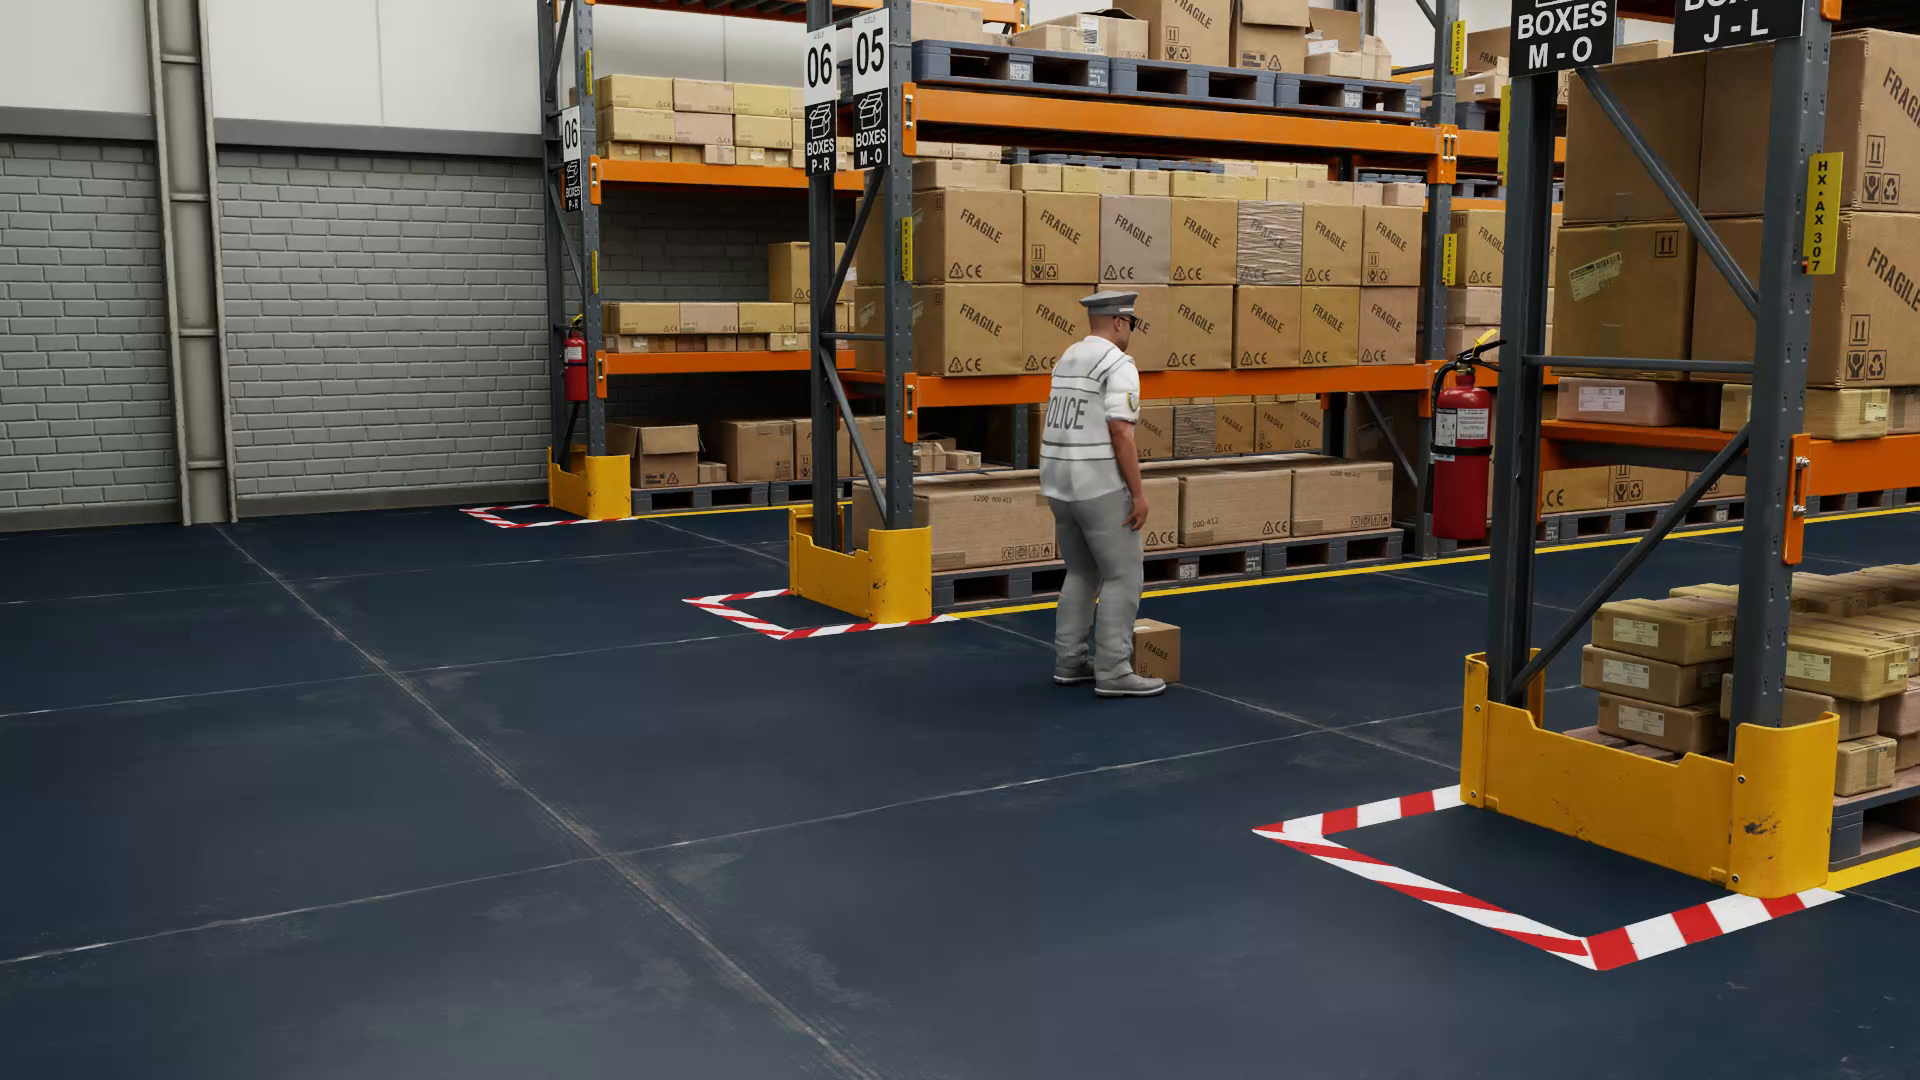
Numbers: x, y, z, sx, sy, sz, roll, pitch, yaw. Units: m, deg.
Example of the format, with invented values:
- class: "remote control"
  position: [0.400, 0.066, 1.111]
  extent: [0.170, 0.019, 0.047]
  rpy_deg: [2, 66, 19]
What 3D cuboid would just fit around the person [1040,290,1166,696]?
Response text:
- class: "person"
  position: [0.594, -0.211, 7.283]
  extent: [0.439, 1.748, 0.586]
  rpy_deg: [-5, 9, -31]
